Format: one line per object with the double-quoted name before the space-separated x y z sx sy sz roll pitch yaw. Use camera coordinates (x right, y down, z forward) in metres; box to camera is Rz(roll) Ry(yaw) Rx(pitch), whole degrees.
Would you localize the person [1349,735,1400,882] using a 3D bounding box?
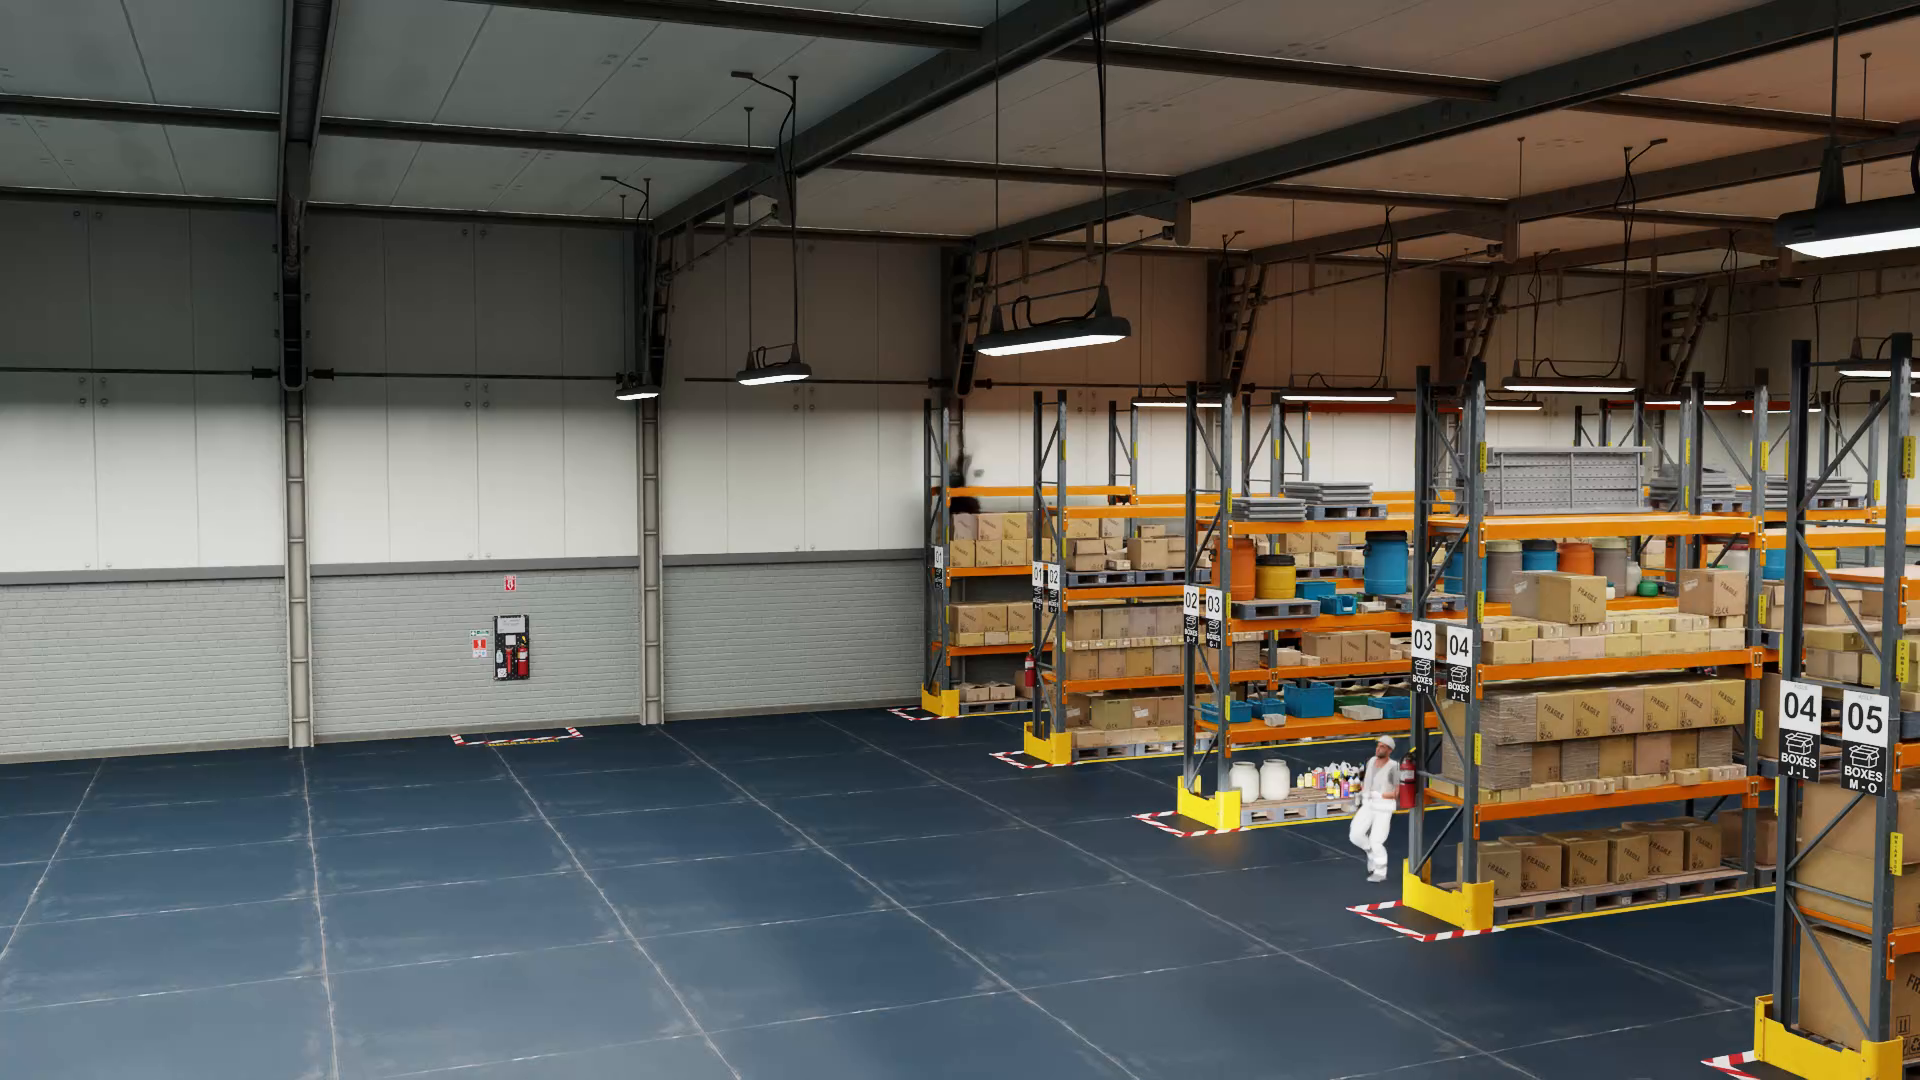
"person" 4.887 3.152 19.484 0.590 1.732 0.660 -3 5 -42
